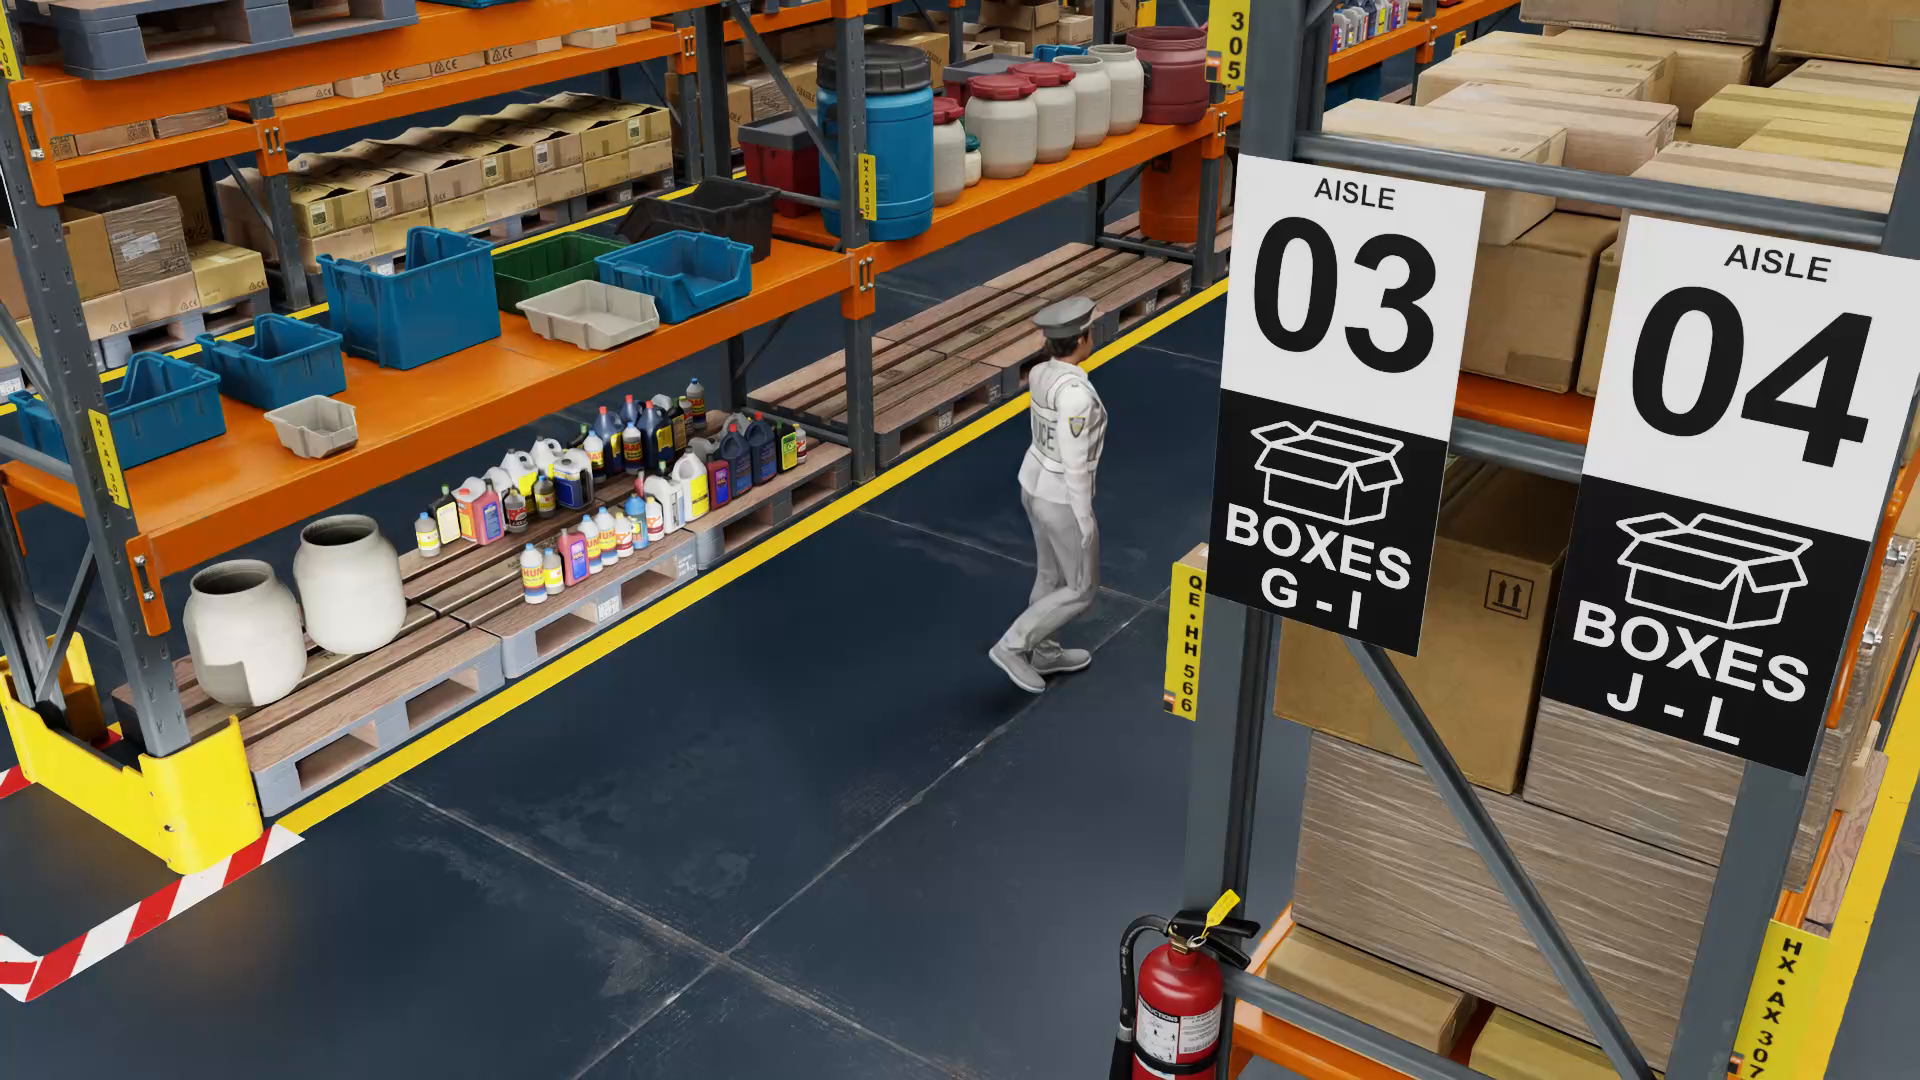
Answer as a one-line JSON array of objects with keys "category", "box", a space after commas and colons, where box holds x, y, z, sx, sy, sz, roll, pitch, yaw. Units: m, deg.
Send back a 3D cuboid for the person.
[{"category": "person", "box": [0.342, -0.154, 6.887, 0.516, 1.667, 0.539, -7, 28, -14]}]
